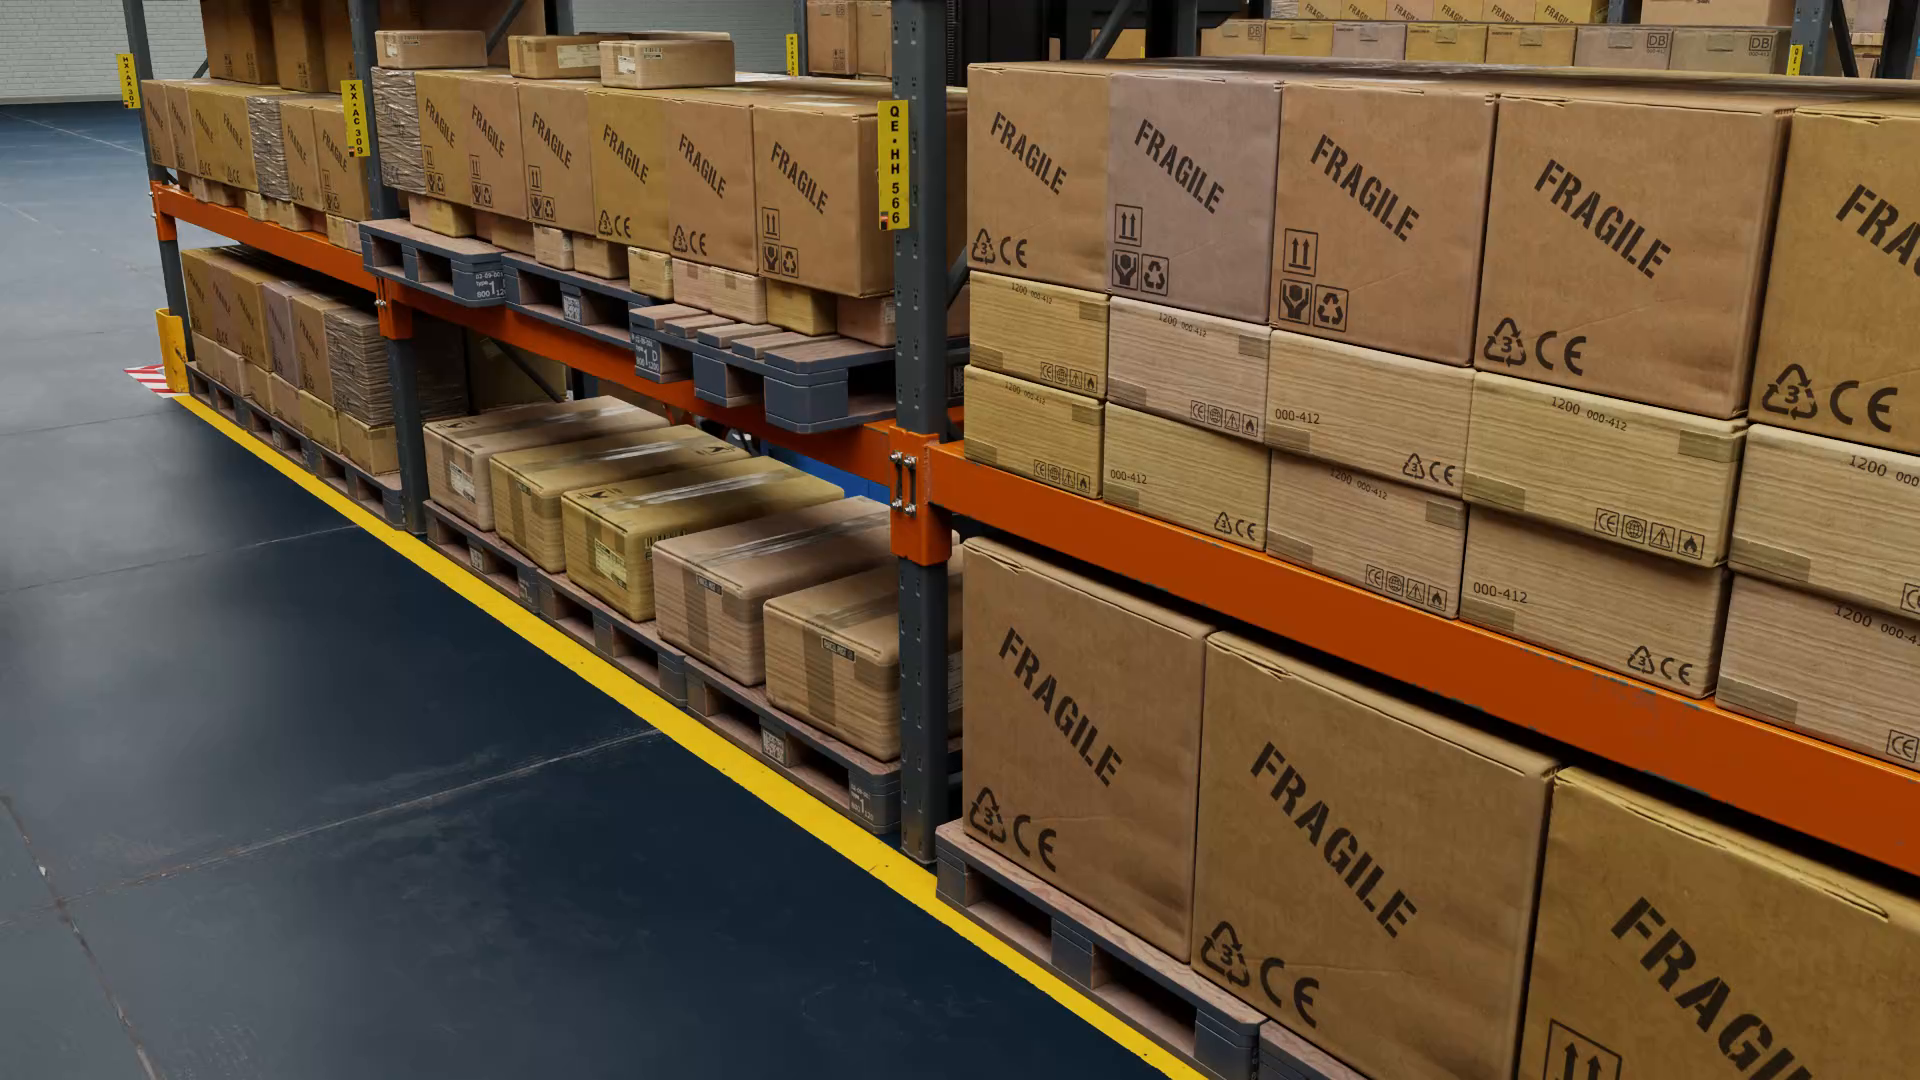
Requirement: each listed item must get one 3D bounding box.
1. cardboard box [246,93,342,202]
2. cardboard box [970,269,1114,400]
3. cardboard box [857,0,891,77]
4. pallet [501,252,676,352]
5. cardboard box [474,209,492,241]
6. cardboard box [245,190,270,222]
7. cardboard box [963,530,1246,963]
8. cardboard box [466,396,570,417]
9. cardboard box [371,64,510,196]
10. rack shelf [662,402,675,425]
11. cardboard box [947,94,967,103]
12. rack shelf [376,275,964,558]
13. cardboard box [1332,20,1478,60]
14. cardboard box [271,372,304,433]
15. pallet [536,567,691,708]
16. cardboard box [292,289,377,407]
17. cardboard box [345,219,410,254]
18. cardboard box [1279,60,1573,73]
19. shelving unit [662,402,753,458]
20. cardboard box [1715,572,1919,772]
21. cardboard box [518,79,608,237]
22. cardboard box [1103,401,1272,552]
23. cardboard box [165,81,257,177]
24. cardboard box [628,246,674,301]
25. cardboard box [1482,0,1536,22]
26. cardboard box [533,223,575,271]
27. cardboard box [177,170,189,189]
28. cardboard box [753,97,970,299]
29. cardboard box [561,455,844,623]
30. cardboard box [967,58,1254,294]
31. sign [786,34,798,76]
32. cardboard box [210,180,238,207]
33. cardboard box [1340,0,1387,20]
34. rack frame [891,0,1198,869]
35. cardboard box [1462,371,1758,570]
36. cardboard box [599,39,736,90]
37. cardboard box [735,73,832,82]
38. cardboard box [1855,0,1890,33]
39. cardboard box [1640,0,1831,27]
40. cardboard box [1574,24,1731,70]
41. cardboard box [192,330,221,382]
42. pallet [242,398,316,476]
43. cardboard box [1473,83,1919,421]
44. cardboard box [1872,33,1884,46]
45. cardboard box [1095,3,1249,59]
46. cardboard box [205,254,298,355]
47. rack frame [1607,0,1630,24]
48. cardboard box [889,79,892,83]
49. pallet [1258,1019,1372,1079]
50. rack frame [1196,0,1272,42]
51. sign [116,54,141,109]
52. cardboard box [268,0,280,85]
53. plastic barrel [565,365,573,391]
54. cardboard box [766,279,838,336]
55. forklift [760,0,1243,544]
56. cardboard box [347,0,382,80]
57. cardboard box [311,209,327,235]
[{"bbox_3d":[-3.354,-2.051,8.653,0.500,0.500,0.500,-13,22,-35],"label":"cardboard box"},{"bbox_3d":[0.372,-0.556,4.214,0.500,0.250,0.500,-14,23,-36],"label":"cardboard box"},{"bbox_3d":[-0.284,-3.893,12.891,0.875,0.550,0.550,-14,23,-36],"label":"cardboard box"},{"bbox_3d":[-1.010,-0.952,6.271,1.003,0.211,1.213,-14,23,-36],"label":"pallet"},{"bbox_3d":[-1.753,-1.313,6.788,0.380,0.149,0.250,-12,22,-33],"label":"cardboard box"},{"bbox_3d":[-3.628,-1.824,9.000,0.380,0.149,0.250,-14,23,-36],"label":"cardboard box"},{"bbox_3d":[0.615,0.432,4.497,0.875,0.875,0.875,-14,23,-37],"label":"cardboard box"},{"bbox_3d":[-2.387,-0.641,8.733,0.500,0.250,0.500,-15,24,-39],"label":"cardboard box"},{"bbox_3d":[-2.166,-1.766,7.122,0.500,0.500,0.500,-13,23,-35],"label":"cardboard box"},{"bbox_3d":[-1.289,-0.731,7.888,0.215,0.240,0.259,-13,66,-31],"label":"rack shelf"},{"bbox_3d":[0.153,-1.107,5.135,0.500,0.500,0.500,-15,23,-38],"label":"cardboard box"},{"bbox_3d":[-0.990,-0.715,6.393,1.077,0.370,4.000,-14,23,-36],"label":"rack shelf"},{"bbox_3d":[2.533,-2.690,9.465,0.700,0.500,0.500,-14,23,-36],"label":"cardboard box"},{"bbox_3d":[-3.461,-0.792,9.188,0.500,0.250,0.500,-14,23,-35],"label":"cardboard box"},{"bbox_3d":[-0.986,0.267,6.720,1.003,0.211,1.213,-14,23,-36],"label":"pallet"},{"bbox_3d":[-3.127,-1.017,8.676,0.500,0.500,0.500,-13,23,-35],"label":"cardboard box"},{"bbox_3d":[-2.671,-1.449,7.867,0.380,0.149,0.250,-14,23,-37],"label":"cardboard box"},{"bbox_3d":[1.102,-0.884,4.011,0.500,0.500,0.500,-13,23,-35],"label":"cardboard box"},{"bbox_3d":[-1.179,-0.500,7.793,0.215,0.252,1.050,-13,66,-31],"label":"shelving unit"},{"bbox_3d":[1.645,0.178,2.790,0.500,0.250,0.500,-15,23,-38],"label":"cardboard box"},{"bbox_3d":[-1.231,-1.393,5.998,0.500,0.500,0.500,-15,24,-38],"label":"cardboard box"},{"bbox_3d":[0.691,-0.199,3.931,0.500,0.250,0.500,-15,23,-38],"label":"cardboard box"},{"bbox_3d":[-4.315,-2.425,9.783,0.500,0.500,0.500,-13,22,-34],"label":"cardboard box"},{"bbox_3d":[-0.883,-0.912,5.577,0.380,0.149,0.250,-13,23,-35],"label":"cardboard box"},{"bbox_3d":[4.730,-4.327,13.934,0.500,0.500,0.500,-14,23,-36],"label":"cardboard box"},{"bbox_3d":[-1.349,-1.105,6.158,0.380,0.149,0.250,-13,22,-34],"label":"cardboard box"},{"bbox_3d":[-4.667,-2.291,10.410,0.380,0.149,0.250,-14,23,-36],"label":"cardboard box"},{"bbox_3d":[-0.249,-1.009,4.838,0.500,0.500,0.500,-15,23,-38],"label":"cardboard box"},{"bbox_3d":[-1.022,-0.025,6.677,0.950,0.372,0.625,-13,22,-34],"label":"cardboard box"},{"bbox_3d":[0.366,-0.916,4.108,0.500,0.500,0.500,-15,23,-38],"label":"cardboard box"},{"bbox_3d":[-1.337,-3.867,13.267,0.100,0.325,0.005,-14,23,-36],"label":"sign"},{"bbox_3d":[-4.090,-2.022,9.596,0.380,0.149,0.250,-13,22,-35],"label":"cardboard box"},{"bbox_3d":[3.797,-4.696,15.049,0.500,0.500,0.500,-14,23,-36],"label":"cardboard box"},{"bbox_3d":[0.251,-0.563,4.792,1.000,3.000,0.127,-14,23,-36],"label":"rack frame"},{"bbox_3d":[1.297,-0.176,3.066,0.500,0.250,0.500,-13,23,-35],"label":"cardboard box"},{"bbox_3d":[-0.986,-1.607,5.613,0.380,0.149,0.250,-15,24,-39],"label":"cardboard box"},{"bbox_3d":[-0.815,-1.489,6.286,0.500,0.500,0.500,-15,24,-38],"label":"cardboard box"},{"bbox_3d":[11.778,-6.681,21.046,0.700,0.500,0.500,-14,23,-36],"label":"cardboard box"},{"bbox_3d":[5.920,-3.744,12.776,1.000,1.000,1.000,-14,23,-36],"label":"cardboard box"},{"bbox_3d":[3.483,-2.313,8.327,0.700,0.500,0.500,-14,23,-37],"label":"cardboard box"},{"bbox_3d":[-4.432,-1.176,10.348,0.500,0.250,0.500,-14,23,-37],"label":"cardboard box"},{"bbox_3d":[-3.439,-0.685,9.594,1.003,0.211,1.213,-14,23,-36],"label":"pallet"},{"bbox_3d":[1.301,-0.540,2.973,0.500,0.500,0.500,-14,23,-35],"label":"cardboard box"},{"bbox_3d":[11.697,-6.301,20.929,0.380,0.149,0.250,-14,23,-37],"label":"cardboard box"},{"bbox_3d":[1.383,-3.221,10.863,0.875,0.550,0.550,-14,23,-36],"label":"cardboard box"},{"bbox_3d":[-4.088,-1.398,9.826,0.500,0.500,0.500,-15,24,-38],"label":"cardboard box"},{"bbox_3d":[5.536,-3.483,13.610,1.000,3.000,0.127,-14,23,-36],"label":"rack frame"},{"bbox_3d":[-0.024,-3.220,12.578,0.875,0.550,0.550,-14,23,-36],"label":"cardboard box"},{"bbox_3d":[1.435,1.270,3.692,1.003,0.211,1.213,-14,23,-36],"label":"pallet"},{"bbox_3d":[1.585,-2.540,10.761,1.000,3.000,0.127,-14,23,-36],"label":"rack frame"},{"bbox_3d":[-5.141,-2.840,10.289,0.100,0.325,0.005,-14,23,-36],"label":"sign"},{"bbox_3d":[-3.522,-2.883,9.574,0.700,0.500,0.500,-14,23,-37],"label":"cardboard box"},{"bbox_3d":[-2.247,-1.098,10.505,0.512,0.421,0.421,1,18,2],"label":"plastic barrel"},{"bbox_3d":[-0.360,-0.730,5.027,0.380,0.149,0.250,-14,23,-35],"label":"cardboard box"},{"bbox_3d":[0.606,-1.436,7.536,3.031,2.935,1.130,-4,19,-12],"label":"forklift"},{"bbox_3d":[-2.635,-2.493,8.397,0.700,0.500,0.500,-14,23,-36],"label":"cardboard box"},{"bbox_3d":[-3.075,-1.653,8.483,0.380,0.149,0.250,-14,23,-37],"label":"cardboard box"}]
